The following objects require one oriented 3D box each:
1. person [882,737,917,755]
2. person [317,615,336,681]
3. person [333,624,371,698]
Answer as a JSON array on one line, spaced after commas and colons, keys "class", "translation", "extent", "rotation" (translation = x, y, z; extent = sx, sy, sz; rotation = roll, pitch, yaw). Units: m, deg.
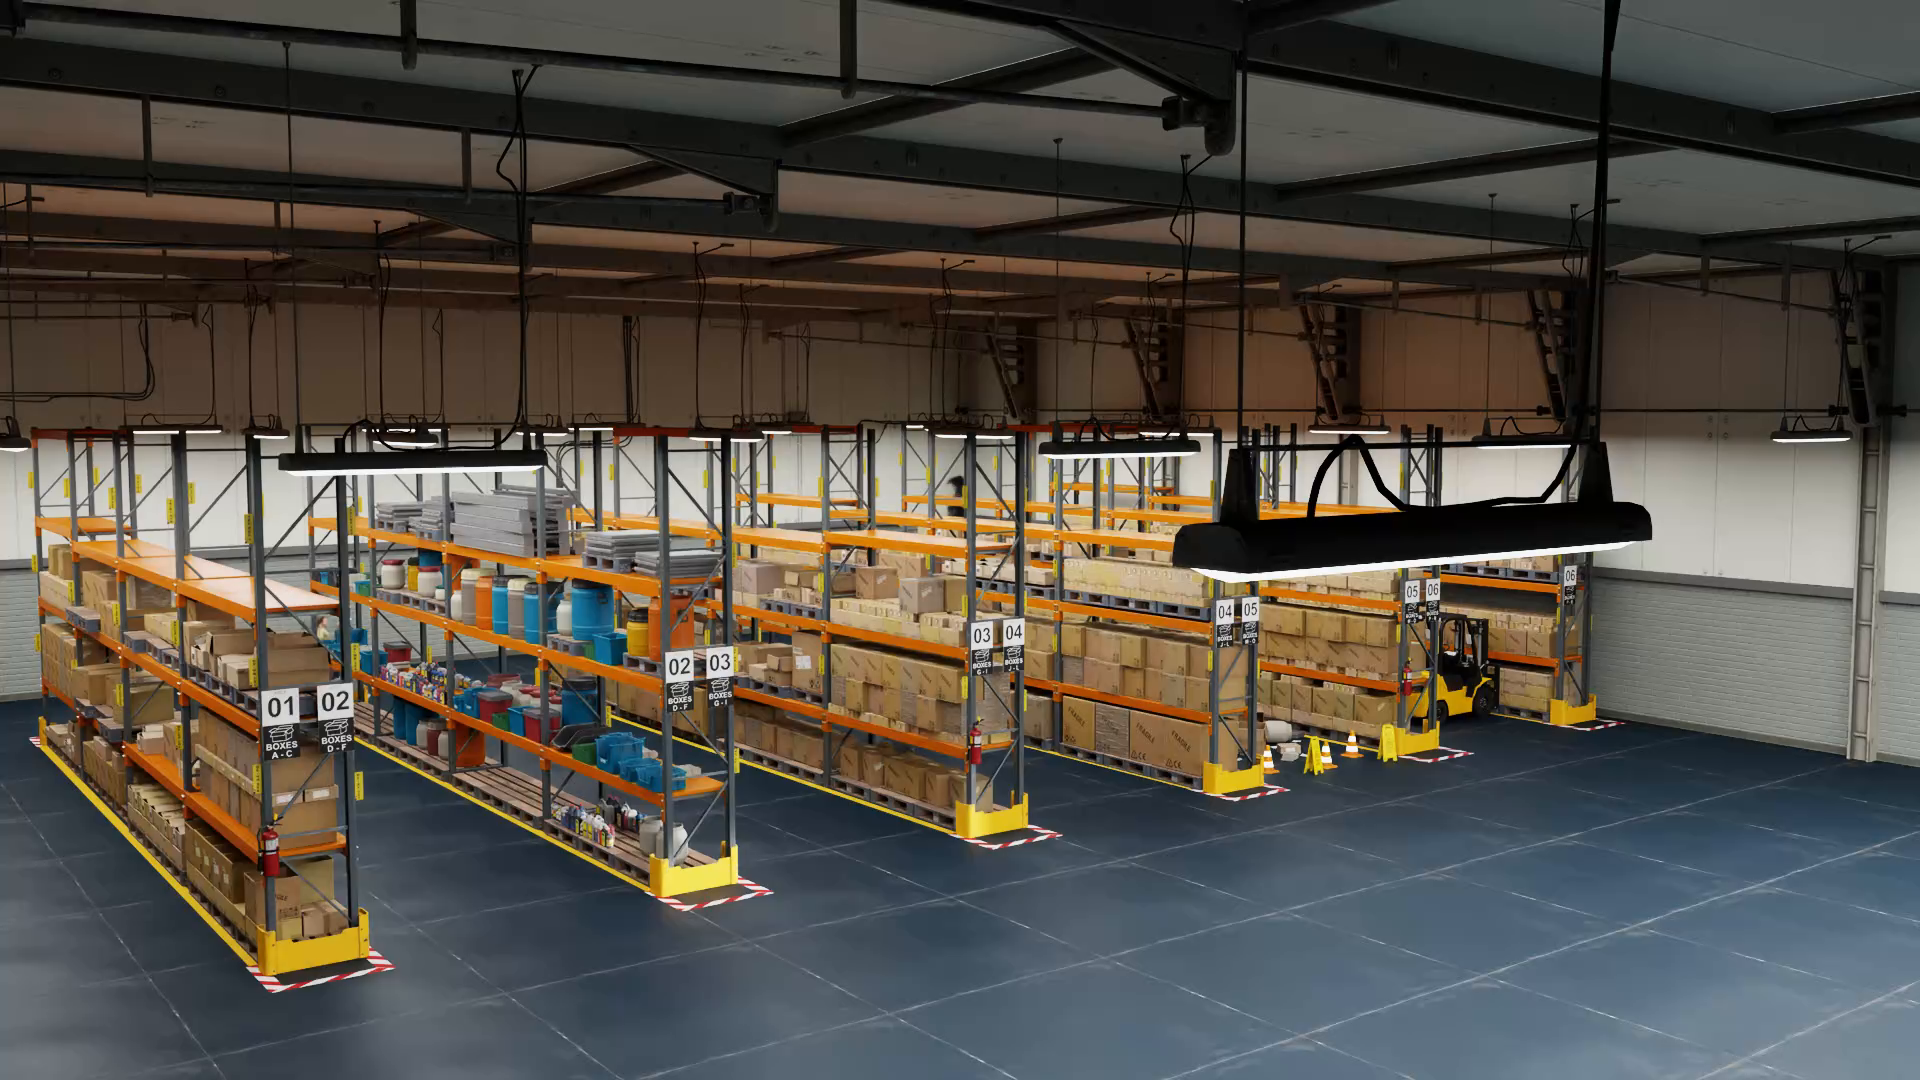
[{"class": "person", "translation": [-1.085, 3.076, 30.278], "extent": [0.883, 1.815, 0.745], "rotation": [2, 5, 29]}, {"class": "person", "translation": [-14.411, 2.556, 37.462], "extent": [0.824, 1.722, 0.540], "rotation": [-1, 5, -9]}, {"class": "person", "translation": [-13.223, 2.654, 35.998], "extent": [0.963, 1.726, 0.760], "rotation": [-3, 5, -31]}]
